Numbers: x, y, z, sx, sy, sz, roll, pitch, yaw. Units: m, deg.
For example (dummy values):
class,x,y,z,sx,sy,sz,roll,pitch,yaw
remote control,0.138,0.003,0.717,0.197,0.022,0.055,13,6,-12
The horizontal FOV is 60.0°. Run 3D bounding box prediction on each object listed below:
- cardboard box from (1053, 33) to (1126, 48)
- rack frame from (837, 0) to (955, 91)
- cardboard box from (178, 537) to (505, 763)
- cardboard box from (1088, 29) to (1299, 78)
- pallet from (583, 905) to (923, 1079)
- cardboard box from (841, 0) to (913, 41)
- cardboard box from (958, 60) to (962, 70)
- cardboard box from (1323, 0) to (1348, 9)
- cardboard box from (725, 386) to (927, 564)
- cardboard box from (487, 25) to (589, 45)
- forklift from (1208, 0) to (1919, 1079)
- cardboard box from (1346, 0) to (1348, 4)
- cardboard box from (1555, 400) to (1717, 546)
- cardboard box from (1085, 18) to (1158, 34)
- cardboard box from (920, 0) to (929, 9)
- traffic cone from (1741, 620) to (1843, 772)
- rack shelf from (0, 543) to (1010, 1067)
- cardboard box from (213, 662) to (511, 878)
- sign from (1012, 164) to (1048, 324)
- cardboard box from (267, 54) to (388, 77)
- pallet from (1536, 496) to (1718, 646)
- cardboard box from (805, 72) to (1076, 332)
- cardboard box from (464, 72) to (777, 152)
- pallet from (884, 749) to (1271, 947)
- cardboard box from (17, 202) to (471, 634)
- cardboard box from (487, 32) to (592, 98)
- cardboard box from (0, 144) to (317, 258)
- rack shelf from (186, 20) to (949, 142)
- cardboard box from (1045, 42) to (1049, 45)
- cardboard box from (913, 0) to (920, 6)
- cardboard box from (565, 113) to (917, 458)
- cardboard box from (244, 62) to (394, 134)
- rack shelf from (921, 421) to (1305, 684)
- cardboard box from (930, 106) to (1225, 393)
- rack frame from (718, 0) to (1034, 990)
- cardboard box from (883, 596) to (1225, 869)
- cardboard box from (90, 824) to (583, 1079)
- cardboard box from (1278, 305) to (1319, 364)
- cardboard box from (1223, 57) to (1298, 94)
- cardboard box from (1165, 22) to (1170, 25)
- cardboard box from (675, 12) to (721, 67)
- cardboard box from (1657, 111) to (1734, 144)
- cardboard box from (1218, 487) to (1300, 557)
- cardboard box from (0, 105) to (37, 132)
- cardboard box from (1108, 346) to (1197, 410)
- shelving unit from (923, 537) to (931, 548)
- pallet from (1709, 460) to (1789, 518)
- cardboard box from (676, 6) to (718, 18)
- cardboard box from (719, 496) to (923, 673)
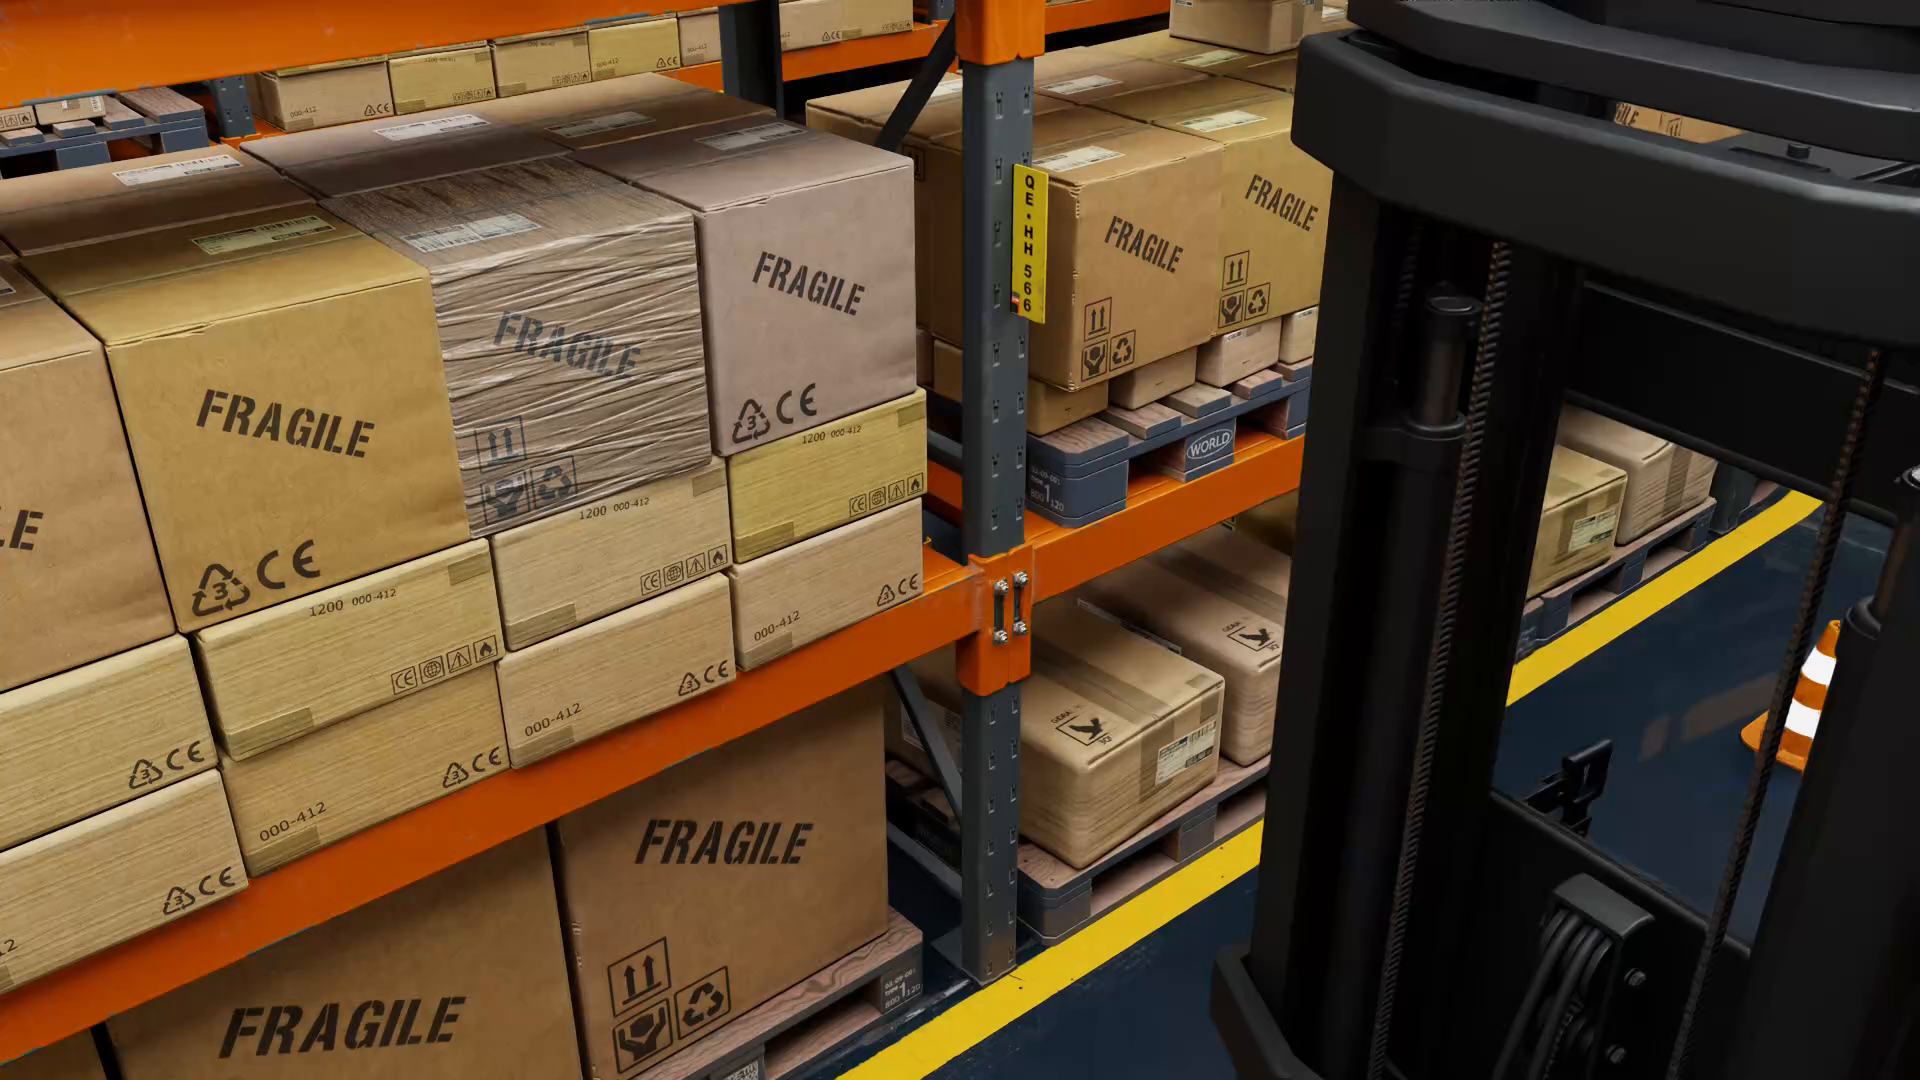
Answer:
class,x,y,z,sx,sy,sz,roll,pitch,yaw
cardboard box,0.940,-3.069,10.721,0.500,0.250,0.500,-21,34,-33
rack frame,-0.398,-3.311,9.762,0.127,3.000,1.000,-22,35,-35
cardboard box,-1.184,0.099,3.012,0.500,0.250,0.500,-23,36,-36
cardboard box,0.718,-1.225,4.992,0.500,0.500,0.500,-25,37,-38
pallet,-0.865,1.136,4.401,1.213,0.211,1.003,-22,35,-35
cardboard box,-0.612,-2.997,9.334,0.500,0.250,0.500,-21,35,-34
cardboard box,0.174,-2.760,10.142,0.500,0.250,0.500,-23,35,-36
cardboard box,1.518,-1.552,5.605,0.500,0.500,0.500,-22,35,-35
cardboard box,-0.420,-0.223,3.614,0.500,0.250,0.500,-22,35,-35
cardboard box,-2.153,-2.596,8.054,0.500,0.250,0.500,-23,36,-36
forklift,1.255,0.562,2.588,3.031,2.935,1.130,-18,33,-30
cardboard box,1.480,-1.792,5.366,0.250,0.149,0.380,-20,34,-32
cardboard box,2.429,-0.397,6.653,0.625,0.372,0.950,-21,35,-34
cardboard box,0.997,-3.411,11.361,0.500,0.250,0.500,-23,36,-36
cardboard box,0.109,-3.397,9.818,0.500,0.500,0.500,-23,36,-36
traffic cone,2.792,0.468,5.383,0.334,0.463,0.336,-22,35,-35
rack shelf,-1.738,0.621,3.169,4.000,0.370,1.077,-22,35,-35
cardboard box,-1.205,0.316,3.136,0.500,0.250,0.500,-22,35,-35
sign,0.146,-0.621,3.501,0.005,0.325,0.100,-22,35,-35
cardboard box,-2.929,-2.281,7.464,0.500,0.250,0.500,-22,35,-35
pallet,2.235,-0.063,6.645,1.213,0.211,1.003,-22,35,-35
cardboard box,-0.051,-0.908,4.399,0.500,0.500,0.500,-23,36,-36
cardboard box,-0.750,-0.730,3.767,0.500,0.500,0.500,-23,36,-36
pallet,0.379,0.683,5.248,1.213,0.211,1.003,-22,35,-35
cardboard box,-1.207,-0.232,2.835,0.500,0.500,0.500,-22,35,-35
cardboard box,-2.172,-2.381,8.182,0.500,0.250,0.500,-23,36,-36
cardboard box,-1.525,-0.422,3.191,0.500,0.500,0.500,-21,34,-34
rack shelf,-1.919,-2.382,8.787,4.000,0.370,1.077,-22,35,-35
cardboard box,0.227,-3.104,10.788,0.500,0.250,0.500,-22,35,-36
cardboard box,-0.232,-3.589,10.178,0.500,0.500,0.500,-22,35,-35
cardboard box,-0.440,-0.541,3.414,0.500,0.500,0.500,-23,36,-36
cardboard box,-2.945,-2.069,7.598,0.500,0.250,0.500,-22,35,-35
rack shelf,1.305,-0.603,5.459,4.000,0.370,1.077,-22,35,-35
cardboard box,0.276,-0.724,4.054,0.500,0.500,0.500,-23,36,-36
rack frame,-0.216,-0.308,4.145,0.127,3.000,1.000,-22,35,-35
cardboard box,0.220,0.496,4.982,0.625,0.372,0.950,-25,37,-38
cardboard box,-1.477,0.896,3.699,0.875,0.875,0.875,-21,35,-34
cardboard box,0.849,-0.634,4.575,0.250,0.149,0.380,-22,35,-35
cardboard box,1.068,-1.050,4.666,0.500,0.500,0.500,-21,35,-34
cardboard box,1.735,-3.379,11.301,0.500,0.250,0.500,-21,35,-34
cardboard box,-1.388,-2.700,8.779,0.500,0.250,0.500,-22,35,-35
cardboard box,2.248,-1.517,5.539,0.500,0.500,0.500,-22,35,-35
cardboard box,1.357,0.038,5.840,0.625,0.372,0.950,-21,34,-33
cardboard box,-4.033,-1.767,6.588,0.500,0.250,0.500,-24,36,-37
cardboard box,0.388,-0.490,4.305,0.250,0.149,0.380,-24,37,-38
shelving unit,0.058,-0.685,6.440,1.083,1.500,0.587,-22,35,-35
pallet,3.315,-0.520,7.500,1.213,0.211,1.003,-22,35,-35
cardboard box,-1.385,-2.909,8.639,0.500,0.250,0.500,-21,35,-34
cardboard box,-0.433,0.006,3.716,0.500,0.250,0.500,-23,36,-37
